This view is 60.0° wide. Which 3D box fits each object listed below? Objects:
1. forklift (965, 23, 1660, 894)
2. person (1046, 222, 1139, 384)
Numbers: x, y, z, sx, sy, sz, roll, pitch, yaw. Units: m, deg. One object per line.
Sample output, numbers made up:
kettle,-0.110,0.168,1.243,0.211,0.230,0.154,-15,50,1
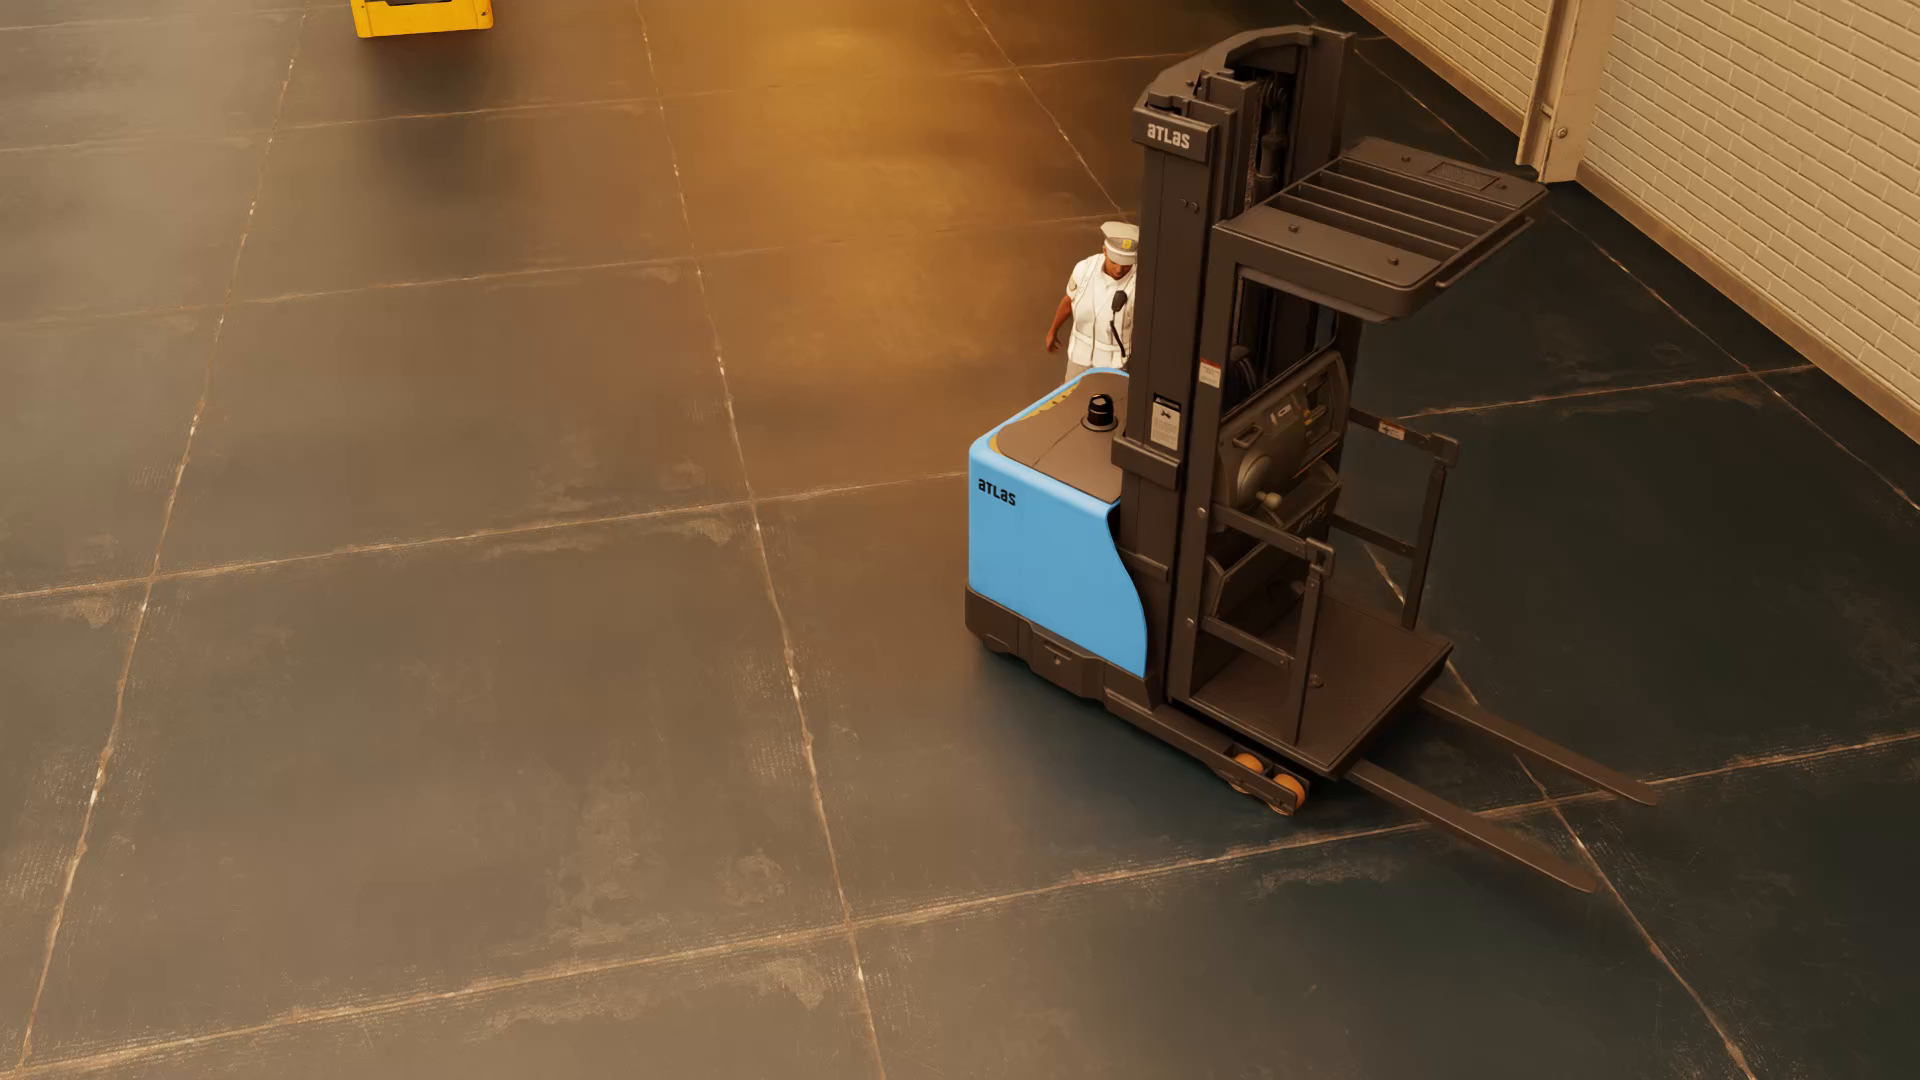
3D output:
forklift,1.470,-0.391,6.594,3.031,2.935,1.130,27,43,32
person,0.766,-0.894,8.469,0.814,1.642,0.444,23,42,28
